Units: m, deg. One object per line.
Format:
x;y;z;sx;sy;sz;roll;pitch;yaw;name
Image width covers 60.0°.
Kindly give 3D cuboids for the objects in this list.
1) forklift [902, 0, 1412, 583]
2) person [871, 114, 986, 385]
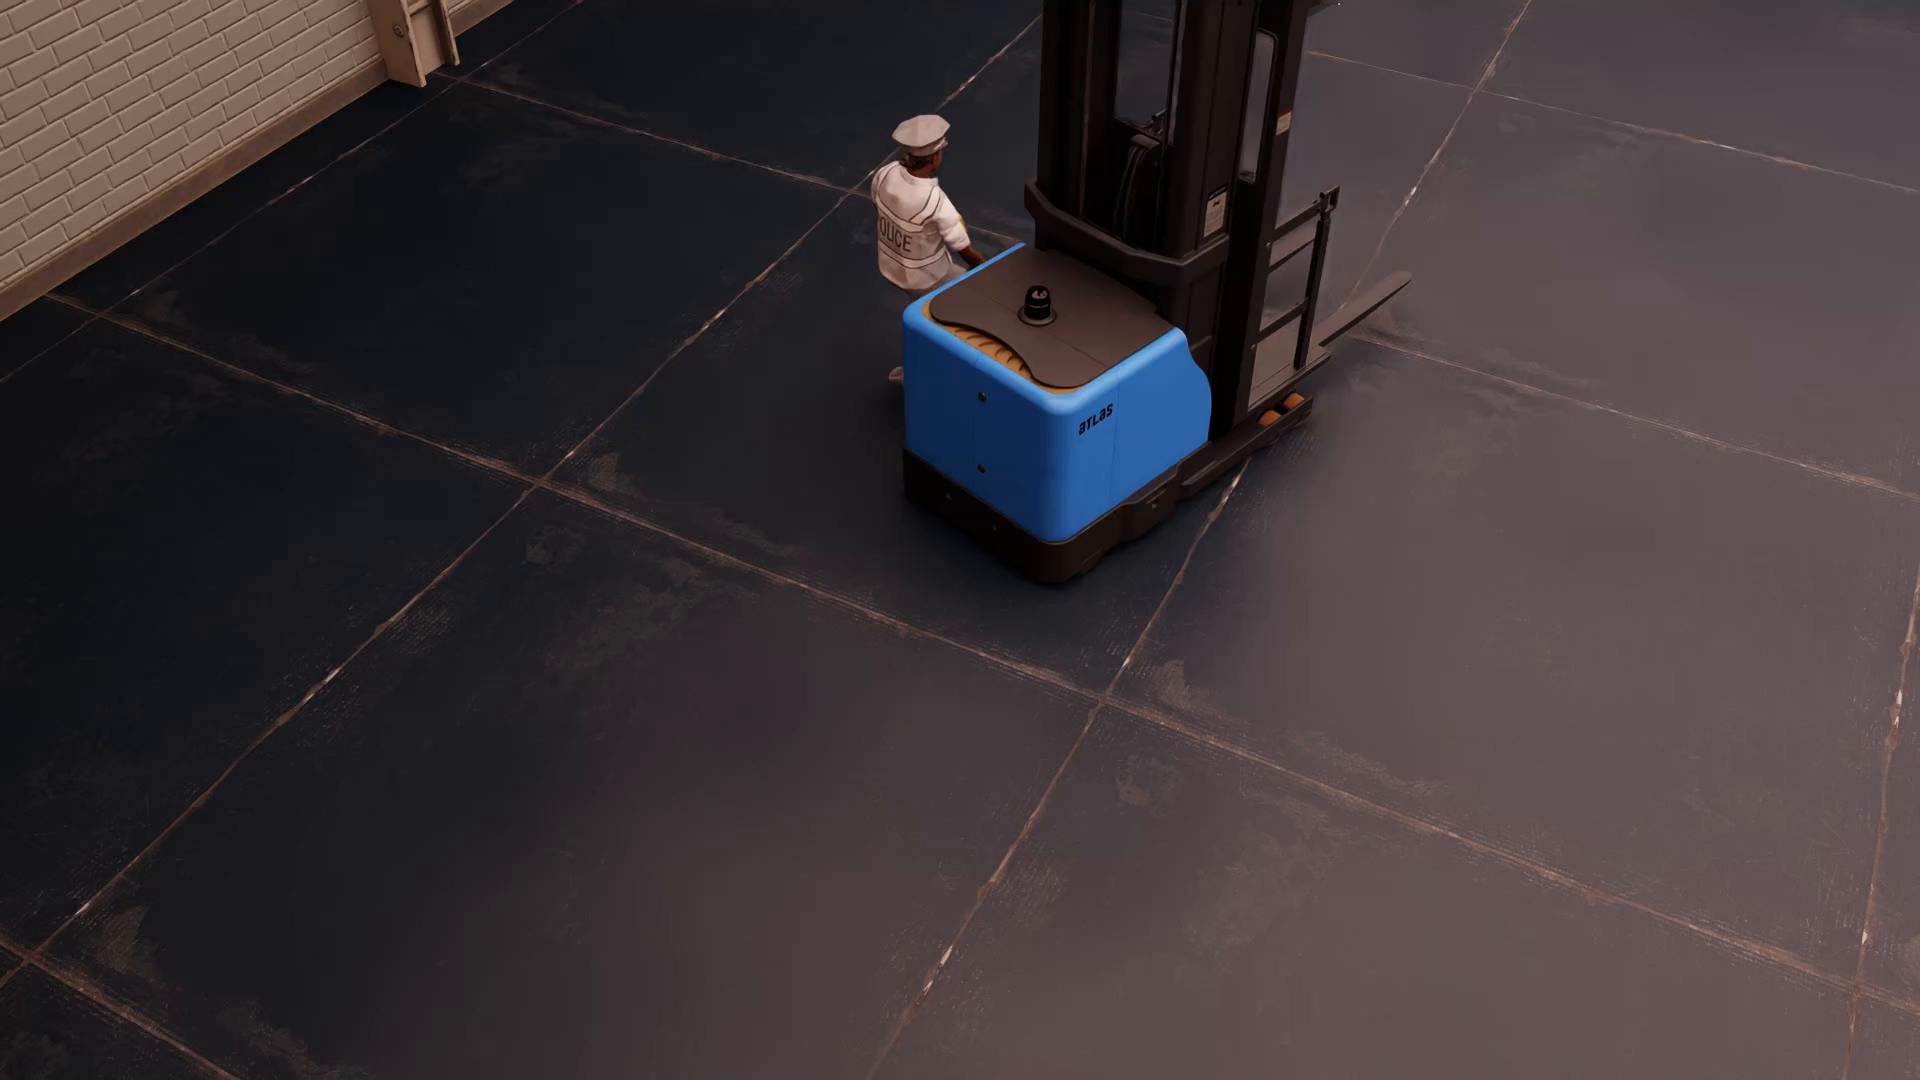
1.132;-1.774;7.537;3.031;2.935;1.130;-34;53;-31;forklift
-0.033;-1.389;8.081;0.697;1.507;0.713;-30;51;-28;person
